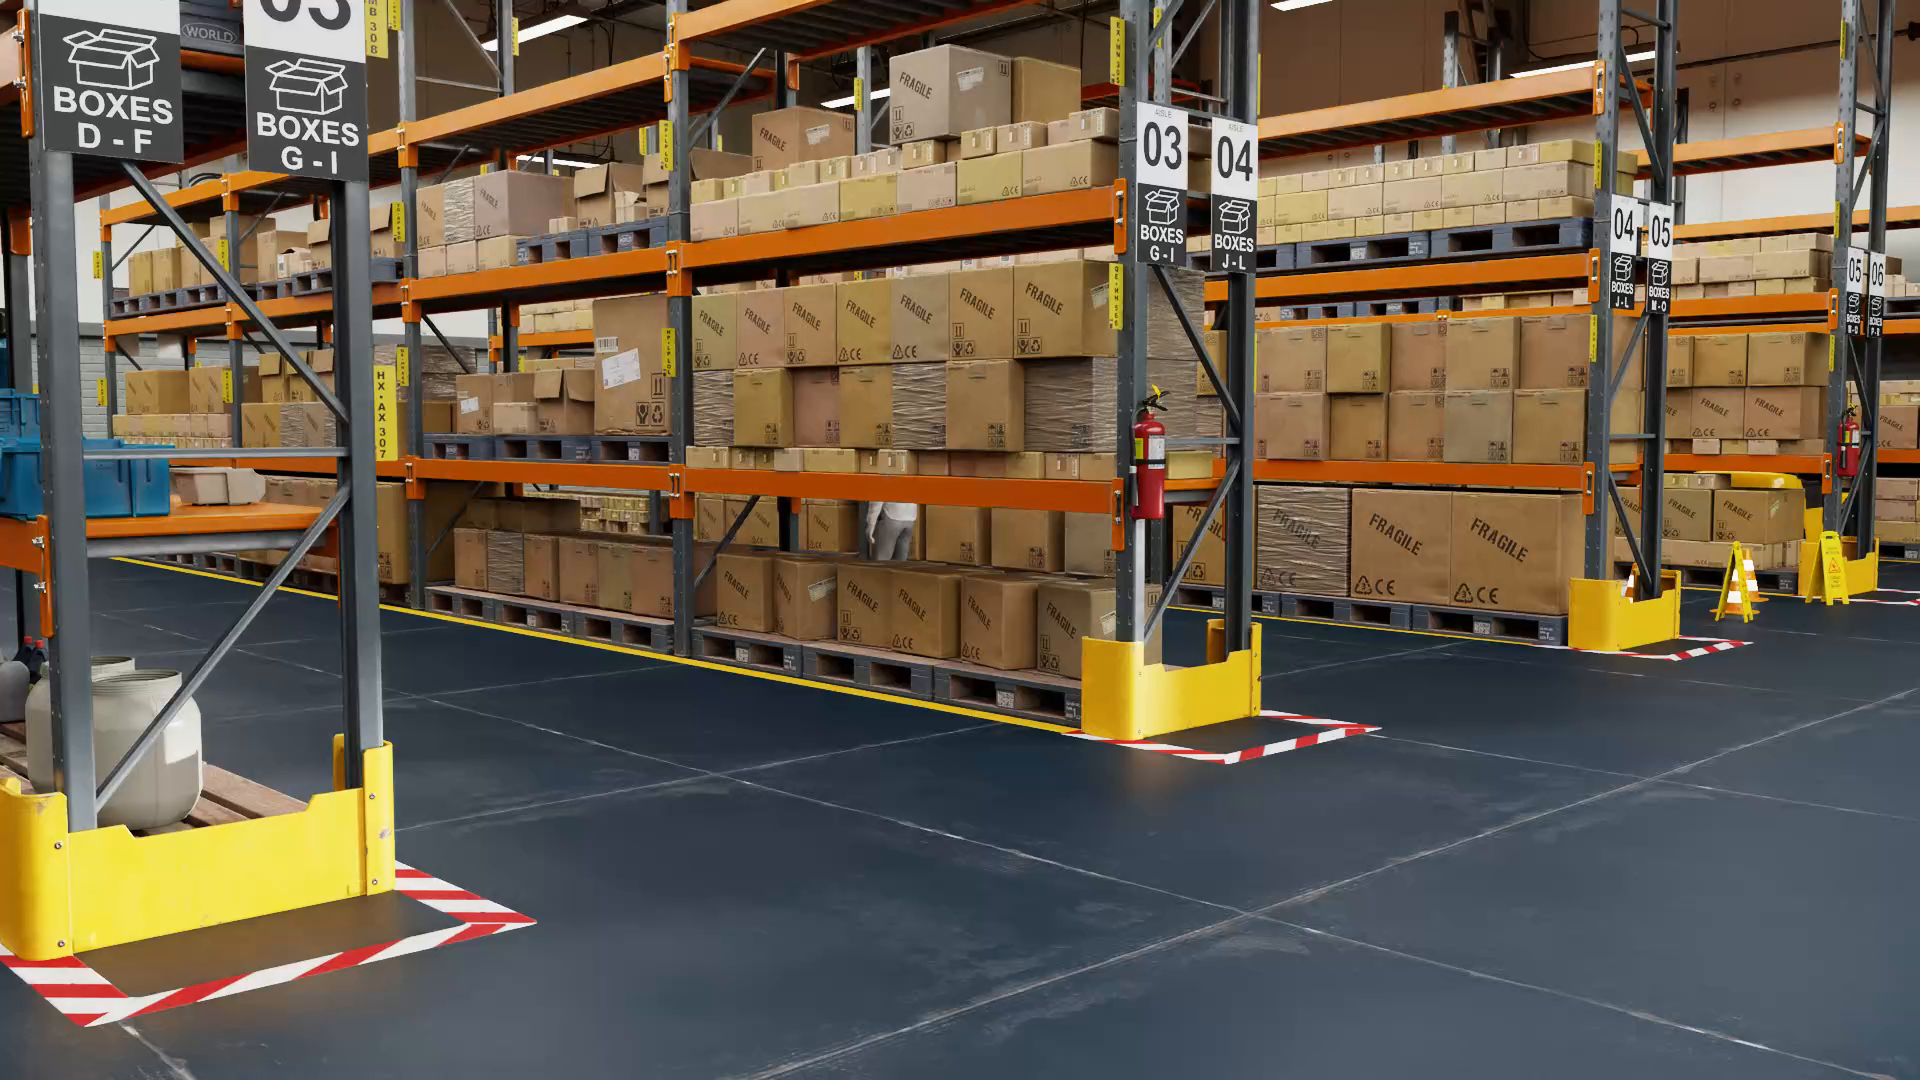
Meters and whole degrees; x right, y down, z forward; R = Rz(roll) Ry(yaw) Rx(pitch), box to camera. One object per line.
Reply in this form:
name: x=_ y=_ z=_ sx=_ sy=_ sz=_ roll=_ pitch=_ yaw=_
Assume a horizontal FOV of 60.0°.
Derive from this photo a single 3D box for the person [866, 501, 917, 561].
person: x=-0.542 y=-0.124 z=12.779 sx=0.378 sy=1.663 sz=0.538 roll=2 pitch=5 yaw=31
